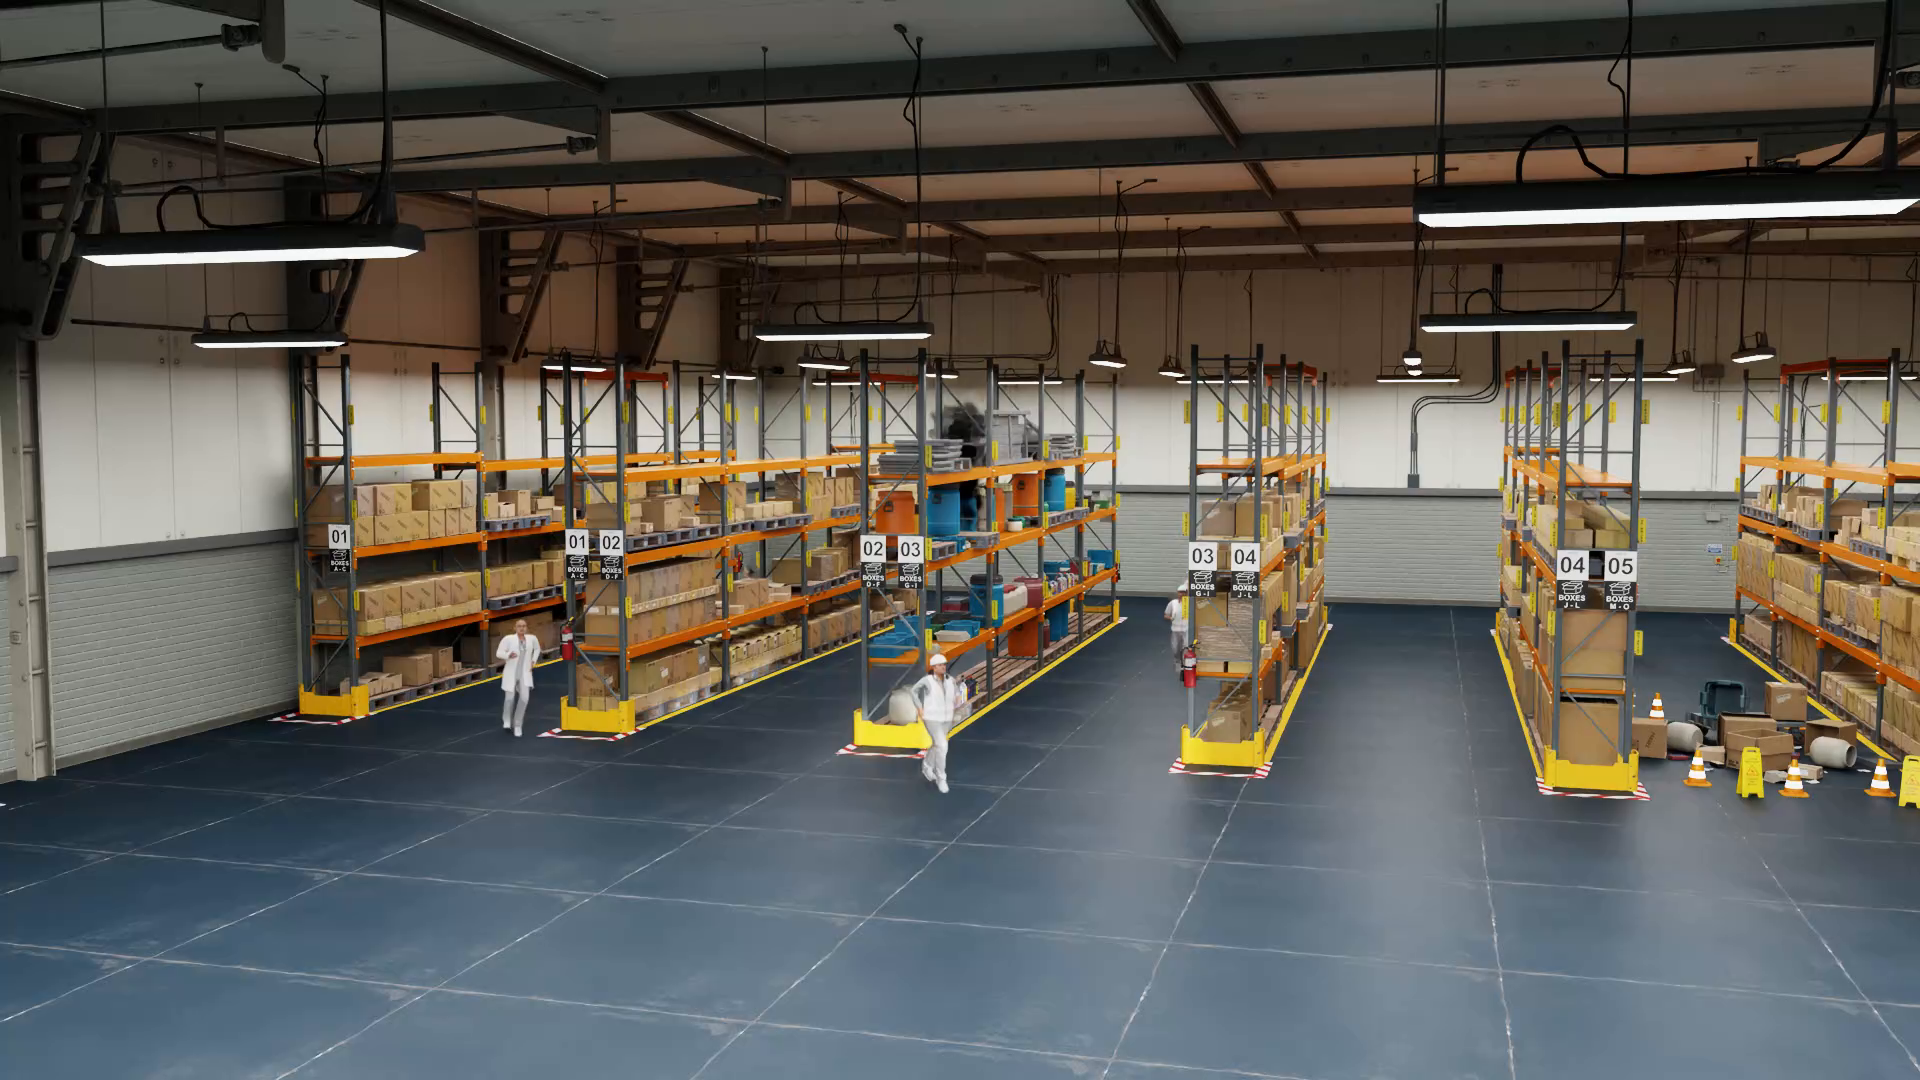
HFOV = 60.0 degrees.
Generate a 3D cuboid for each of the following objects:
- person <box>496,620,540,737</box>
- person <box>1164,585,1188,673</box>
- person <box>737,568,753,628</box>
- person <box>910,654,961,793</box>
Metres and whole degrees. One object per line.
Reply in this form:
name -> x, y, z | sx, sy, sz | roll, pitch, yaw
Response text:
person -> -6.946, 2.169, 26.205 | 0.705, 1.847, 0.823 | -2, 5, -21
person -> 4.211, 1.734, 31.502 | 0.696, 1.761, 0.991 | 1, 4, 13
person -> -4.668, 1.436, 36.334 | 0.667, 1.659, 0.523 | 2, 5, 21
person -> -0.291, 2.431, 22.396 | 0.641, 1.817, 0.795 | -4, 6, -39
